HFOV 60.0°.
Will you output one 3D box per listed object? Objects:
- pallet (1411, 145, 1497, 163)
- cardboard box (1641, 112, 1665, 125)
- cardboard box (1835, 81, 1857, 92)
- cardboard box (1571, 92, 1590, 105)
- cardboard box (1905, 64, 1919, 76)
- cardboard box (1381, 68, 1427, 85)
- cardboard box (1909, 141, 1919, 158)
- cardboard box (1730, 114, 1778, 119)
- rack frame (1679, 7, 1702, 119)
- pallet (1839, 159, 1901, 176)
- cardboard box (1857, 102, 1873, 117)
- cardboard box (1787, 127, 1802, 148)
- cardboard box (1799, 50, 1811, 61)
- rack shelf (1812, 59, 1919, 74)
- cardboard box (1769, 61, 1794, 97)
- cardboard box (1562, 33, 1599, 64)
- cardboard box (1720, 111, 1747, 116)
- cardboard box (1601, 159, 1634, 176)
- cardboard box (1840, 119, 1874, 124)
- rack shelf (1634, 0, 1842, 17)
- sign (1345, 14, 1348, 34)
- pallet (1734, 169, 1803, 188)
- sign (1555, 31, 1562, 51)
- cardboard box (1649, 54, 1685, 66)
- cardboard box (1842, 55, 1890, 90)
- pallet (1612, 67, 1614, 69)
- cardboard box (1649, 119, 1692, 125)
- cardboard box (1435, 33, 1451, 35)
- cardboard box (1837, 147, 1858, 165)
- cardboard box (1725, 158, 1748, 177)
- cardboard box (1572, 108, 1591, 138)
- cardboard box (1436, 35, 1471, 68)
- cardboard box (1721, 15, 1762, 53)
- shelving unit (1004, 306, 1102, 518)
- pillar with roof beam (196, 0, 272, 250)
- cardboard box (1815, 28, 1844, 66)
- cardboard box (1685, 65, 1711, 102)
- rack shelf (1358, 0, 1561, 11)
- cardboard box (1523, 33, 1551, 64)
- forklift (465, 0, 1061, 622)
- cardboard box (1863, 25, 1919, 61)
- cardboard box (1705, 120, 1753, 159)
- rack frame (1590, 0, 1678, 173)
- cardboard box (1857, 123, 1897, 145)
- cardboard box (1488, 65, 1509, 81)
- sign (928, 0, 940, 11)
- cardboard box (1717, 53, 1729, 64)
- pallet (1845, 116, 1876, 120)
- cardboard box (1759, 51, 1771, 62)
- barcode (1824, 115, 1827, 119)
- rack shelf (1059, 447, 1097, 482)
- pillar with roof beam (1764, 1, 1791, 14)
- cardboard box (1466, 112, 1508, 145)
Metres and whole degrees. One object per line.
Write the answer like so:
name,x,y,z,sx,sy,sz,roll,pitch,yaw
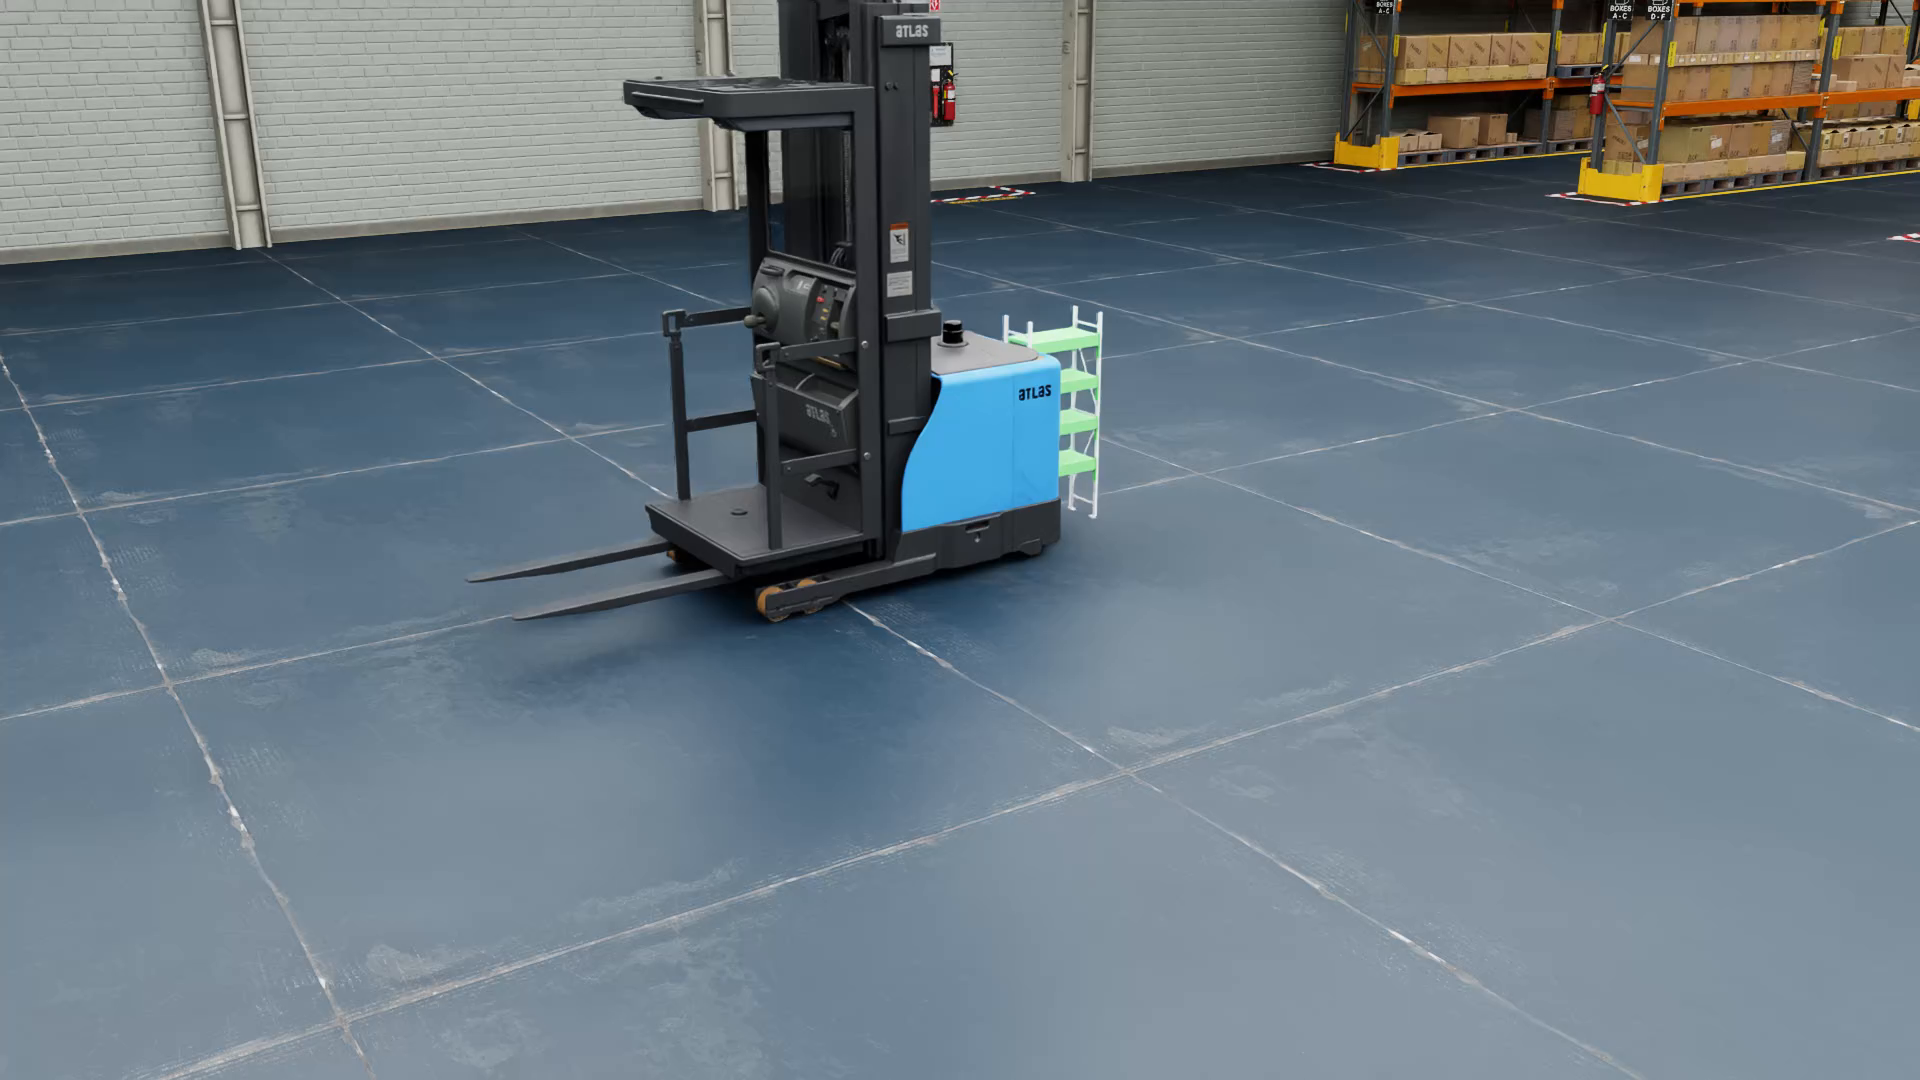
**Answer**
pallet,8.463,-6.690,28.705,1.213,0.211,1.003,-12,22,-31
cardboard box,12.793,-7.943,31.274,0.500,0.500,0.700,-12,22,-31
cardboard box,13.605,-7.013,25.699,0.250,0.149,0.380,-12,22,-31
cardboard box,11.429,-8.040,30.389,0.500,0.250,0.500,-13,22,-33
cardboard box,15.765,-7.641,27.302,0.500,0.311,0.500,-10,21,-28
cardboard box,7.266,-7.590,27.216,0.500,0.250,0.500,-13,22,-33
cardboard box,15.359,-6.382,27.077,0.500,0.250,0.500,-12,22,-32
cardboard box,12.193,-6.285,25.618,0.500,0.500,0.500,-12,22,-31
rack frame,13.366,-9.060,31.360,0.127,3.000,1.000,-12,22,-31
pallet,14.366,-6.067,26.859,1.213,0.211,1.003,-12,22,-31
cardboard box,18.680,-9.157,34.894,0.500,0.500,0.700,-13,22,-33
cardboard box,12.933,-6.341,26.080,0.500,0.311,0.500,-12,22,-31
cardboard box,12.435,-7.238,24.800,0.250,0.149,0.380,-12,22,-33
rack shelf,18.377,-9.776,34.601,4.000,0.370,1.077,-12,22,-31
cardboard box,11.948,-6.904,24.827,0.500,0.500,0.700,-12,22,-32
cardboard box,10.939,-8.788,29.713,0.500,0.500,0.700,-9,21,-26
cardboard box,14.787,-8.488,32.368,0.750,0.750,0.750,-12,22,-32
cardboard box,9.697,-5.396,24.161,0.500,0.250,0.500,-12,22,-31
cardboard box,14.633,-6.700,27.141,0.500,0.311,0.500,-13,22,-33
rack shelf,11.082,-7.759,23.951,4.000,0.370,1.077,-12,22,-31
sign,6.396,-8.501,27.405,0.005,0.325,0.100,-12,22,-31
pallet,12.065,-5.581,25.424,1.213,0.211,1.003,-12,22,-31
sign,10.330,-8.622,28.712,0.005,0.325,0.100,-12,22,-31
cardboard box,9.858,-6.693,23.189,0.250,0.149,0.380,-12,22,-32
cardboard box,14.261,-7.390,26.265,0.500,0.500,0.500,-12,22,-31
pallet,12.829,-8.815,30.935,1.003,0.211,1.213,-12,22,-31
cardboard box,10.523,-5.932,24.575,0.500,0.500,0.500,-12,22,-31
cardboard box,8.237,-8.351,28.296,0.500,0.500,0.500,-12,22,-31
cardboard box,13.653,-6.022,26.011,0.500,0.250,0.500,-11,22,-30
cardboard box,11.236,-5.522,24.531,0.500,0.250,0.500,-12,22,-31
cardboard box,11.034,-7.618,30.311,0.500,0.500,0.700,-12,22,-32
cardboard box,8.101,-8.122,27.617,0.500,0.500,0.500,-13,22,-33
cardboard box,11.128,-7.348,24.114,0.500,0.500,0.700,-12,22,-31
shelving unit,0.517,-0.682,9.388,0.503,1.200,0.258,-13,22,-33
pillar with roof beam,-5.873,-6.525,14.496,0.400,9.000,9.100,-12,22,-31
cardboard box,17.168,-9.998,33.666,0.700,0.700,0.980,-12,22,-31
cardboard box,10.245,-6.546,23.769,0.500,0.500,0.700,-11,22,-30
rack shelf,8.354,-9.083,27.869,4.000,0.370,1.077,-12,22,-31
cardboard box,9.800,-8.483,28.686,0.500,0.500,0.500,-12,22,-32
forklift,-0.953,-1.184,8.171,3.031,2.935,1.130,-13,22,-33
cardboard box,19.626,-10.519,35.206,0.700,0.700,0.980,-11,21,-29
cardboard box,11.236,-5.877,24.410,0.500,0.500,0.500,-12,22,-31
rack frame,9.412,-6.326,23.275,0.127,3.000,1.000,-12,22,-31
cardboard box,14.518,-6.470,26.462,0.500,0.311,0.500,-11,22,-30
cardboard box,8.964,-7.951,28.283,0.500,0.250,0.500,-12,22,-32
sign,-0.365,-7.647,23.561,0.199,0.298,0.001,-12,22,-31
cardboard box,10.719,-6.875,23.728,0.250,0.149,0.380,-13,23,-33
pallet,18.404,-8.773,34.864,1.213,0.211,1.003,-12,22,-31
cardboard box,11.582,-7.057,24.267,0.250,0.149,0.380,-11,22,-30
barcode,13.194,-6.444,25.338,0.075,0.075,0.001,-12,22,-31
rack shelf,0.517,-0.394,9.486,0.480,0.148,0.258,-13,22,-33
pillar with roof beam,19.183,-11.810,30.126,0.400,9.000,9.100,-12,22,-31
cardboard box,9.180,-7.186,29.033,0.500,0.500,0.500,-14,23,-35
